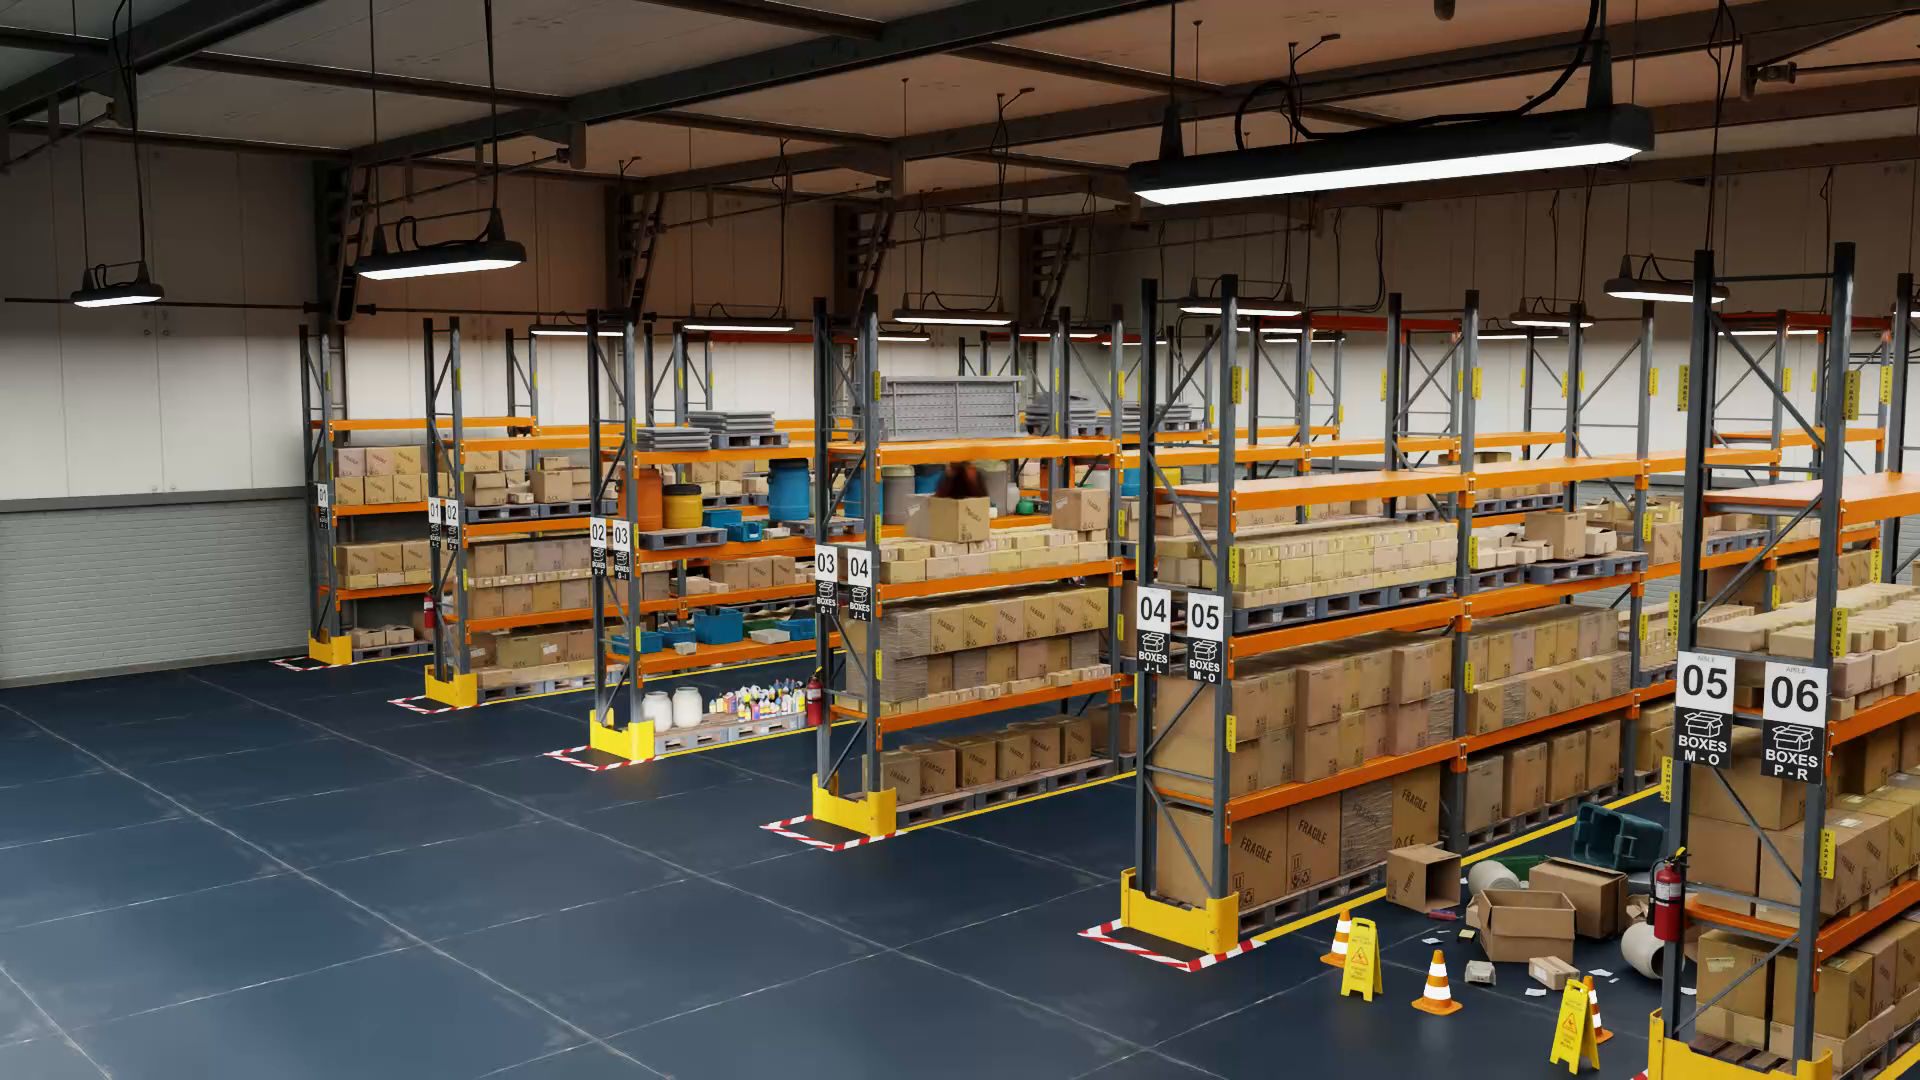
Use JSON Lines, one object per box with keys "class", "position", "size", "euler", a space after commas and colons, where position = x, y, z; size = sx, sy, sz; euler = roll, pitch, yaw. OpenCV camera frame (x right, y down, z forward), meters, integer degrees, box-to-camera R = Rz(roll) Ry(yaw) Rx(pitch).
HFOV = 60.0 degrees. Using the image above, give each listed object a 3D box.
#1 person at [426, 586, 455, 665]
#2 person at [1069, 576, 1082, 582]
{"class": "person", "position": [-8.926, 1.508, 28.613], "size": [0.400, 1.520, 0.831], "euler": [2, 6, 16]}
{"class": "person", "position": [2.213, 1.088, 32.407], "size": [0.927, 1.628, 0.506], "euler": [-4, 7, -38]}
